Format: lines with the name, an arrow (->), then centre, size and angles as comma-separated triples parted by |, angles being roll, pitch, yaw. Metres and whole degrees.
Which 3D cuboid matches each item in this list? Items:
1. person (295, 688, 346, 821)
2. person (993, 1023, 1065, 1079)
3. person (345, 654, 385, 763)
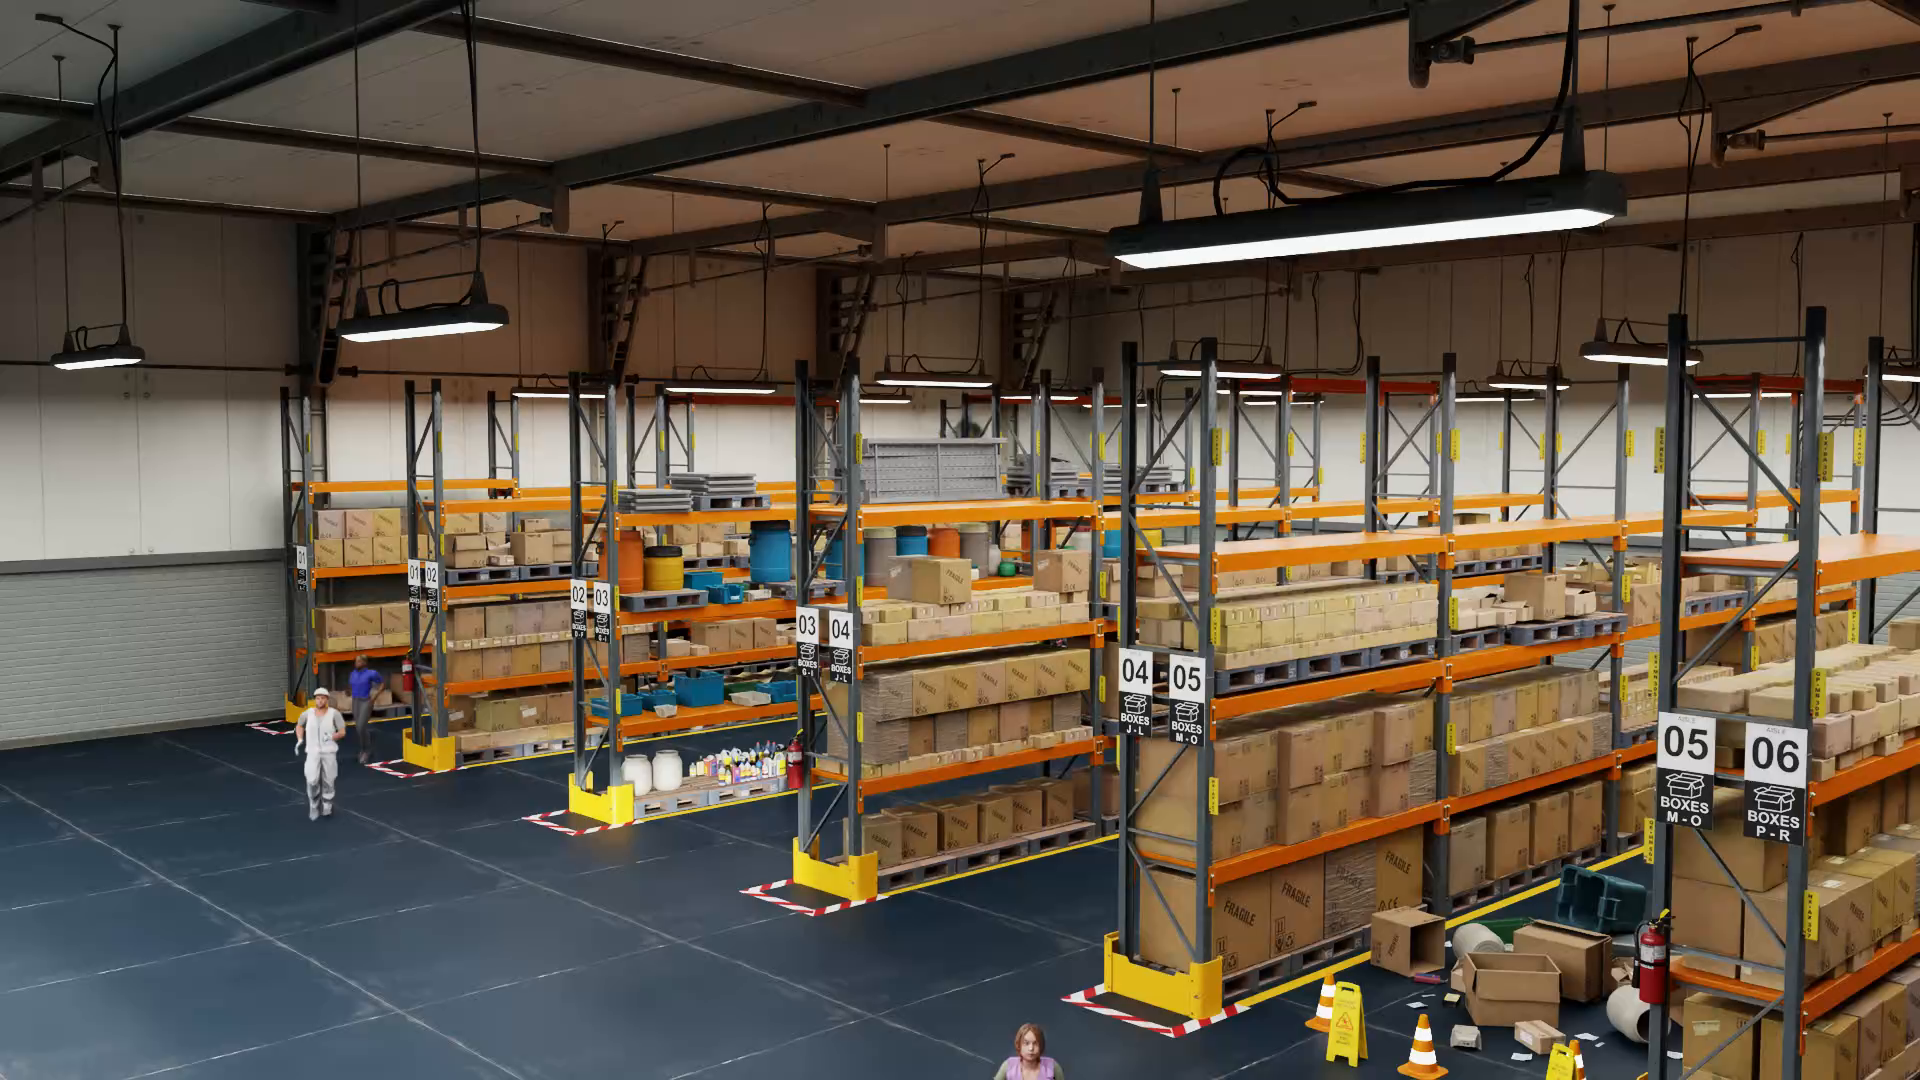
person -> -8.515, 2.852, 22.146 | 0.650, 1.769, 0.691 | -1, 4, -18
person -> 0.439, 3.746, 10.266 | 0.520, 1.579, 0.922 | 0, 4, -5
person -> -9.465, 2.669, 26.332 | 0.576, 1.726, 0.660 | 1, 4, 19
